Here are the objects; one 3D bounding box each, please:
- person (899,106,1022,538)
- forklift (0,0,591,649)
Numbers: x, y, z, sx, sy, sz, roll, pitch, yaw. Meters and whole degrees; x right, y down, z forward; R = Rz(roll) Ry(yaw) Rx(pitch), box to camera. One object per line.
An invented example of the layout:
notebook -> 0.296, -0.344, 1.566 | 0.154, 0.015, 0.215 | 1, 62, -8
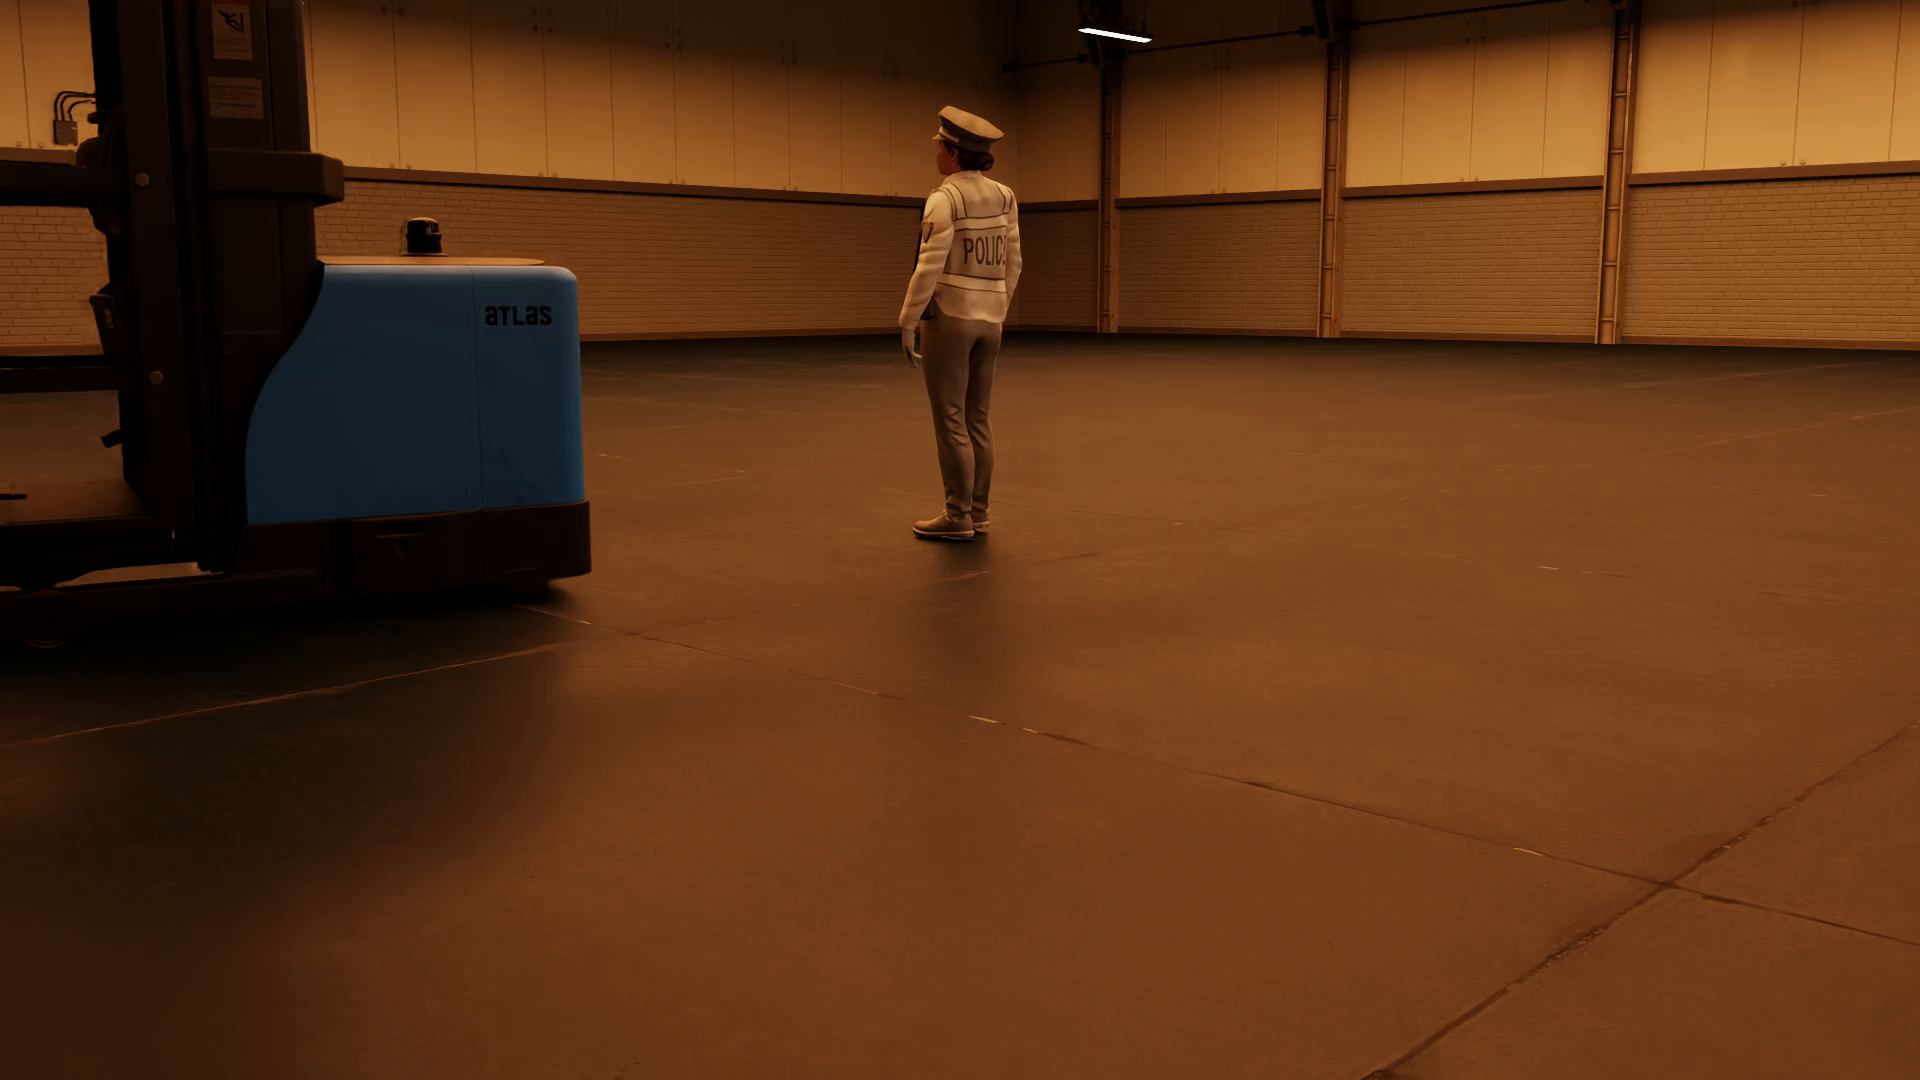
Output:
person -> -0.044, -0.853, 6.641 | 0.534, 1.696, 0.587 | 8, 12, 43
forklift -> -2.758, -1.218, 4.962 | 3.031, 2.935, 1.130 | -5, 10, -30
